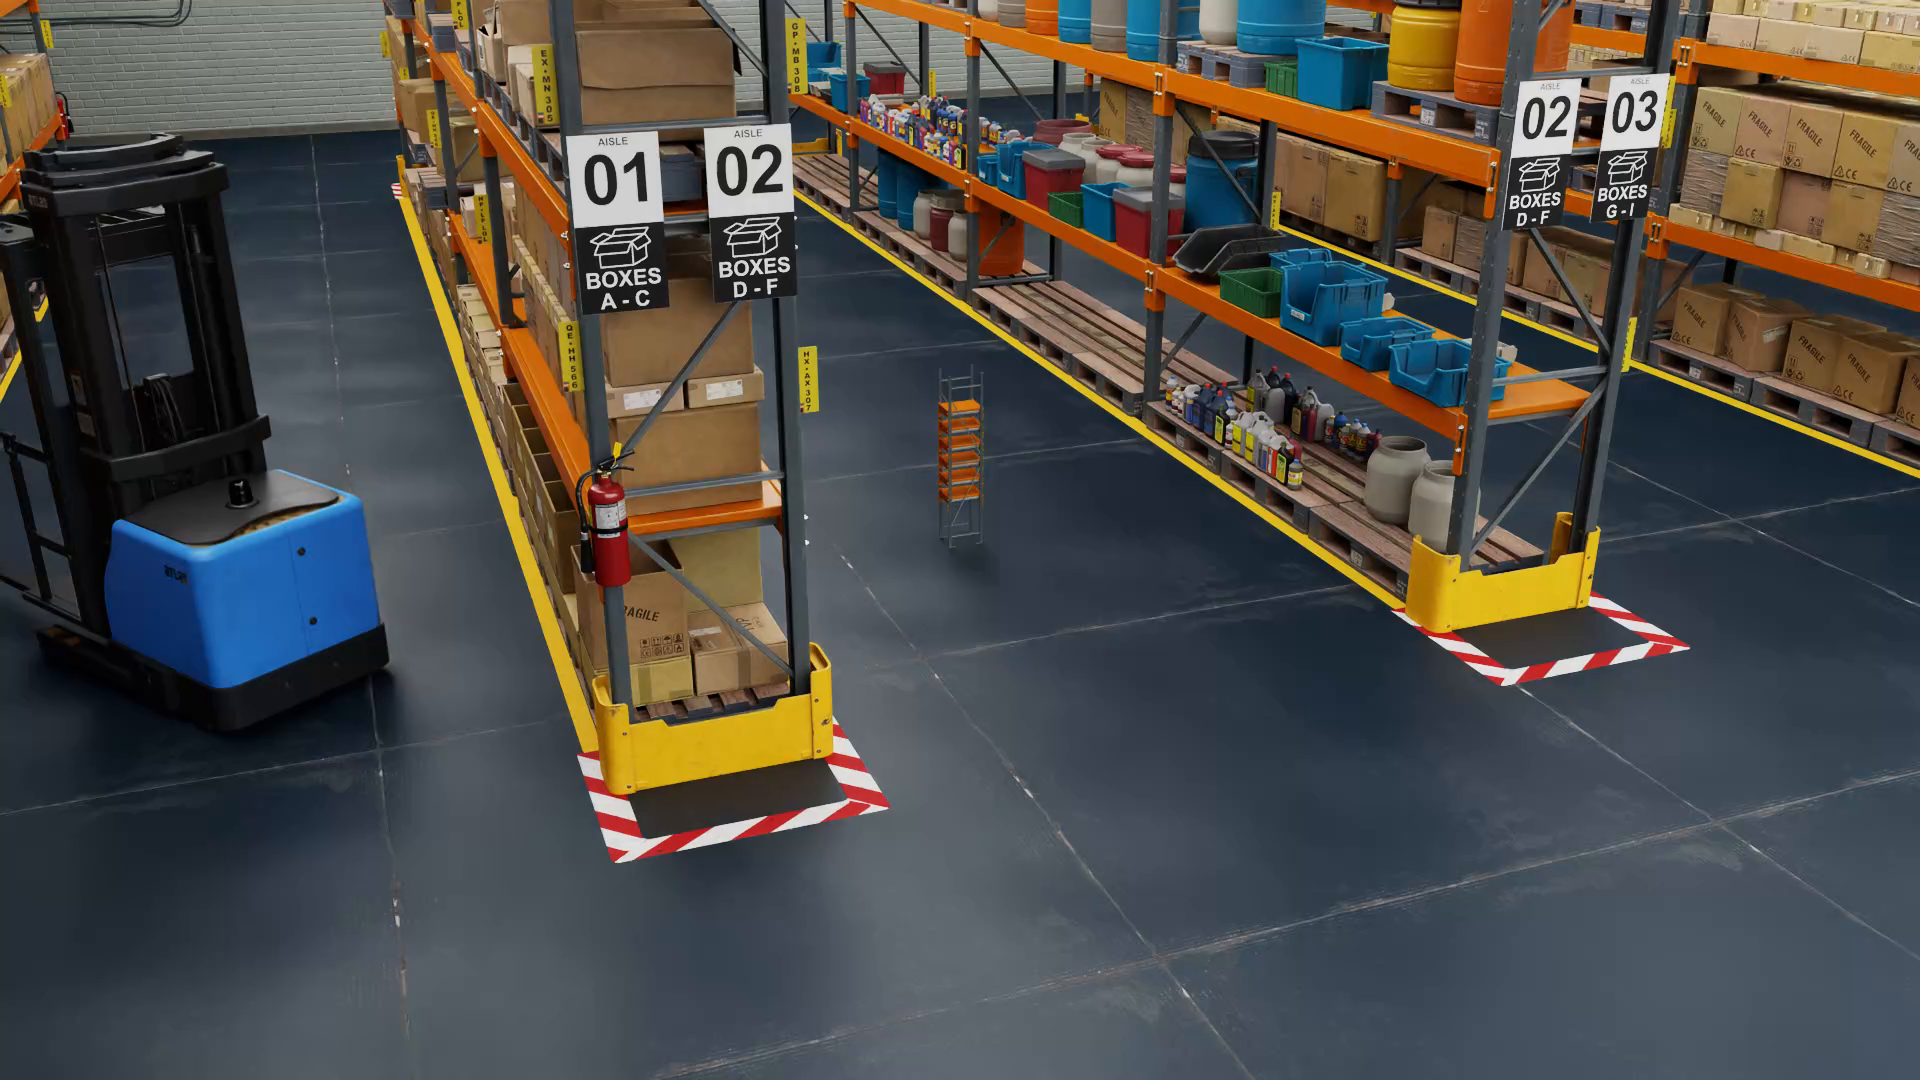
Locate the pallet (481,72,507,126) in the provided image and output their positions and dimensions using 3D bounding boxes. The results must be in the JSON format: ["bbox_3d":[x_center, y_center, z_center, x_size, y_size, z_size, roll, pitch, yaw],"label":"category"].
[{"bbox_3d":[-2.341,-2.749,10.163,1.003,0.211,1.213,-8,24,-19],"label":"pallet"}]

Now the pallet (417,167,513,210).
[{"bbox_3d":[-4.385,-3.316,15.503,1.213,0.211,1.003,-8,24,-19],"label":"pallet"}]

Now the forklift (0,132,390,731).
[{"bbox_3d":[-4.728,-0.780,9.327,3.031,2.935,1.130,16,27,33],"label":"forklift"}]

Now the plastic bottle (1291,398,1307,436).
[{"bbox_3d":[2.561,-0.939,12.546,0.061,0.283,0.133,-8,24,-19],"label":"plastic bottle"}]

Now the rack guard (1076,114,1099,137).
[{"bbox_3d":[2.354,-6.289,25.528,1.175,0.500,0.348,-8,24,-19],"label":"rack guard"}]

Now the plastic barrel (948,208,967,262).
[{"bbox_3d":[0.083,-3.261,17.789,0.421,0.512,0.421,0,23,0],"label":"plastic barrel"}]

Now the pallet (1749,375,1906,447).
[{"bbox_3d":[7.307,-1.104,13.598,1.003,0.211,1.213,-8,24,-19],"label":"pallet"}]

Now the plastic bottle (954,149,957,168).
[{"bbox_3d":[-0.010,-3.887,16.867,0.097,0.201,0.097,0,23,0],"label":"plastic bottle"}]

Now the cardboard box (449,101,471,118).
[{"bbox_3d":[-4.552,-3.979,16.160,0.700,0.500,0.500,-4,23,-9],"label":"cardboard box"}]

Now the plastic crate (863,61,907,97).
[{"bbox_3d":[-0.939,-5.715,20.789,0.402,0.464,0.583,-8,24,-19],"label":"plastic crate"}]

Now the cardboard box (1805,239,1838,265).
[{"bbox_3d":[6.939,-2.294,13.154,0.380,0.149,0.250,-8,24,-19],"label":"cardboard box"}]

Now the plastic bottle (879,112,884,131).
[{"bbox_3d":[-0.872,-4.773,18.969,0.097,0.201,0.097,0,23,0],"label":"plastic bottle"}]

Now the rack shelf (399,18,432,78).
[{"bbox_3d":[-4.787,-4.945,16.185,1.077,0.370,4.000,-8,24,-19],"label":"rack shelf"}]

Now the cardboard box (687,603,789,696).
[{"bbox_3d":[-1.235,0.587,8.994,0.500,0.250,0.500,-8,24,-19],"label":"cardboard box"}]

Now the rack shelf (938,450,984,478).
[{"bbox_3d":[0.005,-0.507,11.022,0.258,0.103,0.180,-8,24,-19],"label":"rack shelf"}]

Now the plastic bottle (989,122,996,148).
[{"bbox_3d":[0.363,-4.370,17.922,0.097,0.271,0.097,0,23,0],"label":"plastic bottle"}]

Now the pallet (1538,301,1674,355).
[{"bbox_3d":[6.326,-2.070,15.889,1.003,0.211,1.213,-8,24,-19],"label":"pallet"}]

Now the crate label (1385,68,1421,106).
[{"bbox_3d":[3.029,-2.978,10.784,0.502,0.251,0.408,-8,24,-19],"label":"crate label"}]

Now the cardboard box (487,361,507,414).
[{"bbox_3d":[-3.268,-1.195,12.501,0.500,0.311,0.500,-8,24,-18],"label":"cardboard box"}]

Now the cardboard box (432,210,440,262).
[{"bbox_3d":[-5.351,-3.271,17.800,0.500,0.500,0.500,-8,24,-18],"label":"cardboard box"}]

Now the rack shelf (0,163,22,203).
[{"bbox_3d":[-9.419,-2.882,15.152,1.077,0.370,4.000,-8,24,-19],"label":"rack shelf"}]

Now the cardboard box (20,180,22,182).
[{"bbox_3d":[-10.429,-3.906,18.497,0.380,0.149,0.250,-9,24,-20],"label":"cardboard box"}]

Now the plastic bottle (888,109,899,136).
[{"bbox_3d":[-0.724,-4.685,18.664,0.152,0.276,0.135,-8,24,-19],"label":"plastic bottle"}]

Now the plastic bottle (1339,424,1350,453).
[{"bbox_3d":[2.841,-0.751,12.206,0.097,0.201,0.097,0,23,0],"label":"plastic bottle"}]

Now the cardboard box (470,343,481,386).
[{"bbox_3d":[-3.802,-1.493,13.930,0.500,0.250,0.500,-9,24,-20],"label":"cardboard box"}]

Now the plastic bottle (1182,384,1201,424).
[{"bbox_3d":[1.811,-1.051,12.821,0.152,0.276,0.135,-7,24,-17],"label":"plastic bottle"}]

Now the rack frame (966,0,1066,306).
[{"bbox_3d":[0.555,-3.846,16.513,1.000,3.000,0.127,-8,24,-19],"label":"rack frame"}]

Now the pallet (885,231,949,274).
[{"bbox_3d":[-0.189,-3.284,18.771,1.003,0.211,1.213,-8,24,-19],"label":"pallet"}]

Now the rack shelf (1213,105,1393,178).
[{"bbox_3d":[4.482,-4.921,19.989,1.077,0.370,4.000,-8,24,-19],"label":"rack shelf"}]

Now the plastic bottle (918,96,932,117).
[{"bbox_3d":[-0.416,-5.143,19.751,0.152,0.276,0.135,-8,24,-19],"label":"plastic bottle"}]

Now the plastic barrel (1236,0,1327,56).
[{"bbox_3d":[2.220,-3.823,11.410,0.600,0.901,0.708,-8,24,-19],"label":"plastic barrel"}]

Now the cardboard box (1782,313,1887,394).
[{"bbox_3d":[7.208,-1.541,13.722,0.500,0.500,0.500,-11,25,-24],"label":"cardboard box"}]

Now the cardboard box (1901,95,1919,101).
[{"bbox_3d":[10.558,-4.956,17.731,0.700,0.500,0.500,-9,24,-20],"label":"cardboard box"}]

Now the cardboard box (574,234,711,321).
[{"bbox_3d":[-1.616,-1.286,8.640,0.700,0.500,0.500,-9,24,-20],"label":"cardboard box"}]

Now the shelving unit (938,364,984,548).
[{"bbox_3d":[0.005,-0.548,11.005,0.258,1.200,0.189,-8,24,-19],"label":"shelving unit"}]

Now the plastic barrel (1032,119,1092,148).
[{"bbox_3d":[1.003,-3.782,16.185,0.600,0.536,0.708,-8,24,-19],"label":"plastic barrel"}]

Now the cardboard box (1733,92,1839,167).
[{"bbox_3d":[6.701,-3.336,13.504,0.500,0.500,0.500,-8,24,-19],"label":"cardboard box"}]

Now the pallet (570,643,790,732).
[{"bbox_3d":[-1.563,0.752,9.194,1.003,0.211,1.213,-8,24,-19],"label":"pallet"}]

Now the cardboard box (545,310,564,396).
[{"bbox_3d":[-2.138,-1.227,10.169,0.700,0.500,0.500,-8,24,-18],"label":"cardboard box"}]

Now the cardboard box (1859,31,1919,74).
[{"bbox_3d":[7.072,-3.623,12.314,0.500,0.250,0.500,-9,24,-20],"label":"cardboard box"}]

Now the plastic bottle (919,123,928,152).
[{"bbox_3d":[-0.390,-4.296,17.731,0.061,0.283,0.133,-8,24,-19],"label":"plastic bottle"}]

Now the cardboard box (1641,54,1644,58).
[{"bbox_3d":[8.808,-6.107,20.893,0.380,0.149,0.250,-7,24,-16],"label":"cardboard box"}]

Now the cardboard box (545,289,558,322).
[{"bbox_3d":[-2.203,-1.373,9.681,0.380,0.149,0.250,-9,24,-19],"label":"cardboard box"}]

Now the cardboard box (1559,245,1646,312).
[{"bbox_3d":[6.254,-2.525,16.031,0.700,0.500,0.500,-8,24,-19],"label":"cardboard box"}]

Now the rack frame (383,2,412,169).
[{"bbox_3d":[-6.906,-6.075,21.800,1.000,3.000,0.127,-8,24,-19],"label":"rack frame"}]

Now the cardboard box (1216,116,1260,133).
[{"bbox_3d":[4.021,-4.964,21.360,1.225,0.875,0.875,-8,24,-19],"label":"cardboard box"}]

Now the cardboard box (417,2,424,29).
[{"bbox_3d":[-4.446,-4.935,15.107,0.910,0.500,0.500,-8,24,-19],"label":"cardboard box"}]

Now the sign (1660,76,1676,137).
[{"bbox_3d":[3.898,-2.400,9.207,0.100,0.325,0.005,-8,24,-19],"label":"sign"}]

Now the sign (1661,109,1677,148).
[{"bbox_3d":[6.084,-3.528,14.268,0.100,0.325,0.005,-8,24,-19],"label":"sign"}]

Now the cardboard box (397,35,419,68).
[{"bbox_3d":[-6.097,-5.462,18.931,0.500,0.500,0.500,-9,24,-20],"label":"cardboard box"}]

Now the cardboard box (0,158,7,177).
[{"bbox_3d":[-9.630,-3.661,16.372,0.380,0.149,0.250,-8,24,-18],"label":"cardboard box"}]

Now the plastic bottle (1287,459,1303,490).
[{"bbox_3d":[2.323,-0.460,11.515,0.097,0.201,0.097,0,23,0],"label":"plastic bottle"}]

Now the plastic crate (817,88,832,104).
[{"bbox_3d":[-1.504,-5.570,20.881,0.437,0.125,0.590,-8,24,-19],"label":"plastic crate"}]
